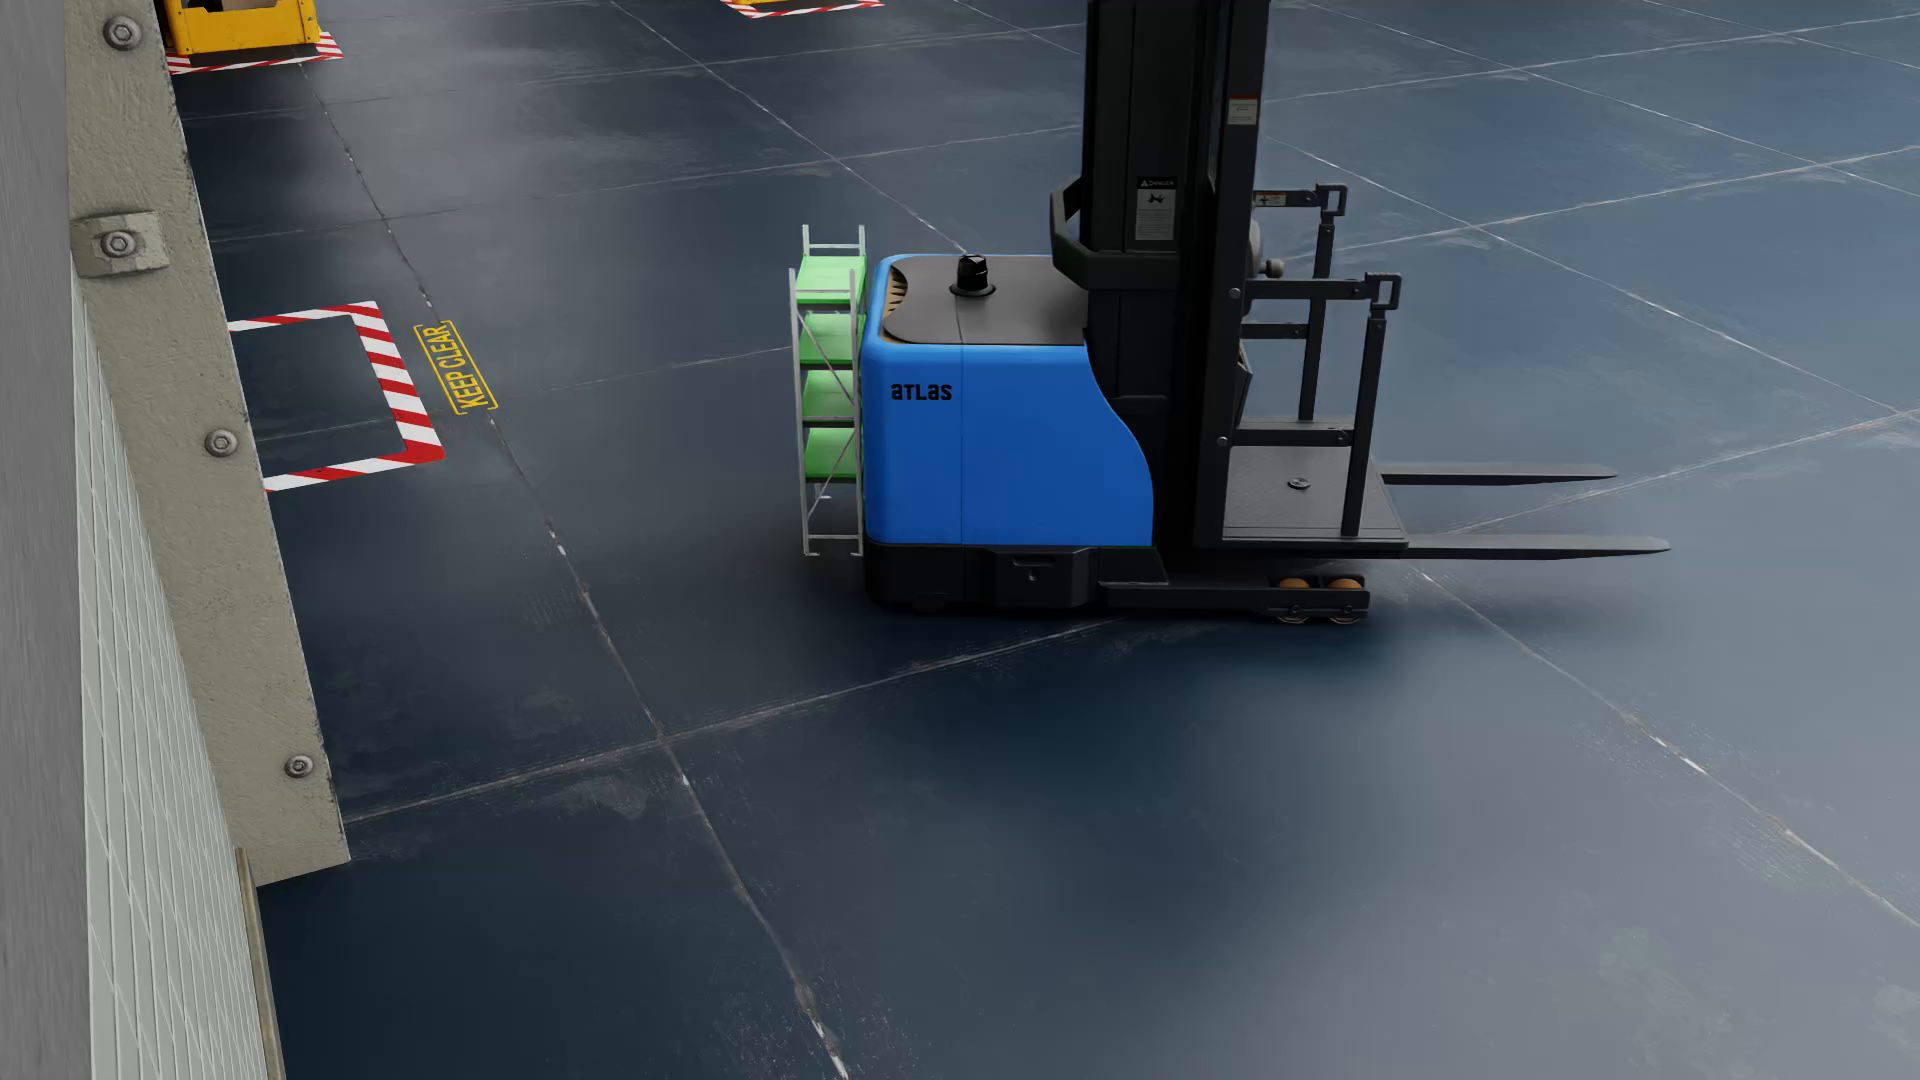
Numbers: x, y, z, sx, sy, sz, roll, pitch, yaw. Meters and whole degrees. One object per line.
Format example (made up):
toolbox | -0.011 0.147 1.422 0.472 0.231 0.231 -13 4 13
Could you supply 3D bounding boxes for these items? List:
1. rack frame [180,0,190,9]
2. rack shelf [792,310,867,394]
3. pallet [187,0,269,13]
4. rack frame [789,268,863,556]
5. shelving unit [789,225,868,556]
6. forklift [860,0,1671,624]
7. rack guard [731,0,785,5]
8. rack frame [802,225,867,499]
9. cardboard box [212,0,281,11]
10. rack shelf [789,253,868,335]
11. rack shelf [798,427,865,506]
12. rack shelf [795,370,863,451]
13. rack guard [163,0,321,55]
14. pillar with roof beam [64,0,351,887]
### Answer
rack frame | -6.134 -5.568 13.612 1.000 3.000 0.127 -13 32 -22
rack shelf | -0.498 -0.736 6.475 0.258 0.148 0.480 1 29 1
pallet | -6.483 -4.751 15.007 1.003 0.211 1.213 -13 32 -22
rack frame | -0.503 -0.463 6.348 0.240 1.200 0.015 1 29 1
shelving unit | -0.498 -0.582 6.561 0.258 1.200 0.503 1 29 1
forklift | 1.161 -1.229 5.945 3.031 2.935 1.130 1 29 1
rack guard | -1.651 -5.509 16.062 1.175 0.500 0.348 -13 32 -22
rack frame | -0.493 -0.701 6.774 0.240 1.200 0.015 1 29 1
cardboard box | -6.350 -4.911 14.741 0.500 0.311 0.500 -17 33 -28
rack shelf | -0.498 -0.945 6.358 0.258 0.148 0.480 1 29 1
rack shelf | -0.498 -0.317 6.710 0.258 0.148 0.480 1 29 1
rack shelf | -0.498 -0.526 6.592 0.258 0.148 0.480 1 29 1
rack guard | -6.167 -4.511 14.283 1.175 0.500 0.348 -13 32 -22
pillar with roof beam | 1.824 -3.915 4.531 9.100 9.000 0.400 -13 32 -22
